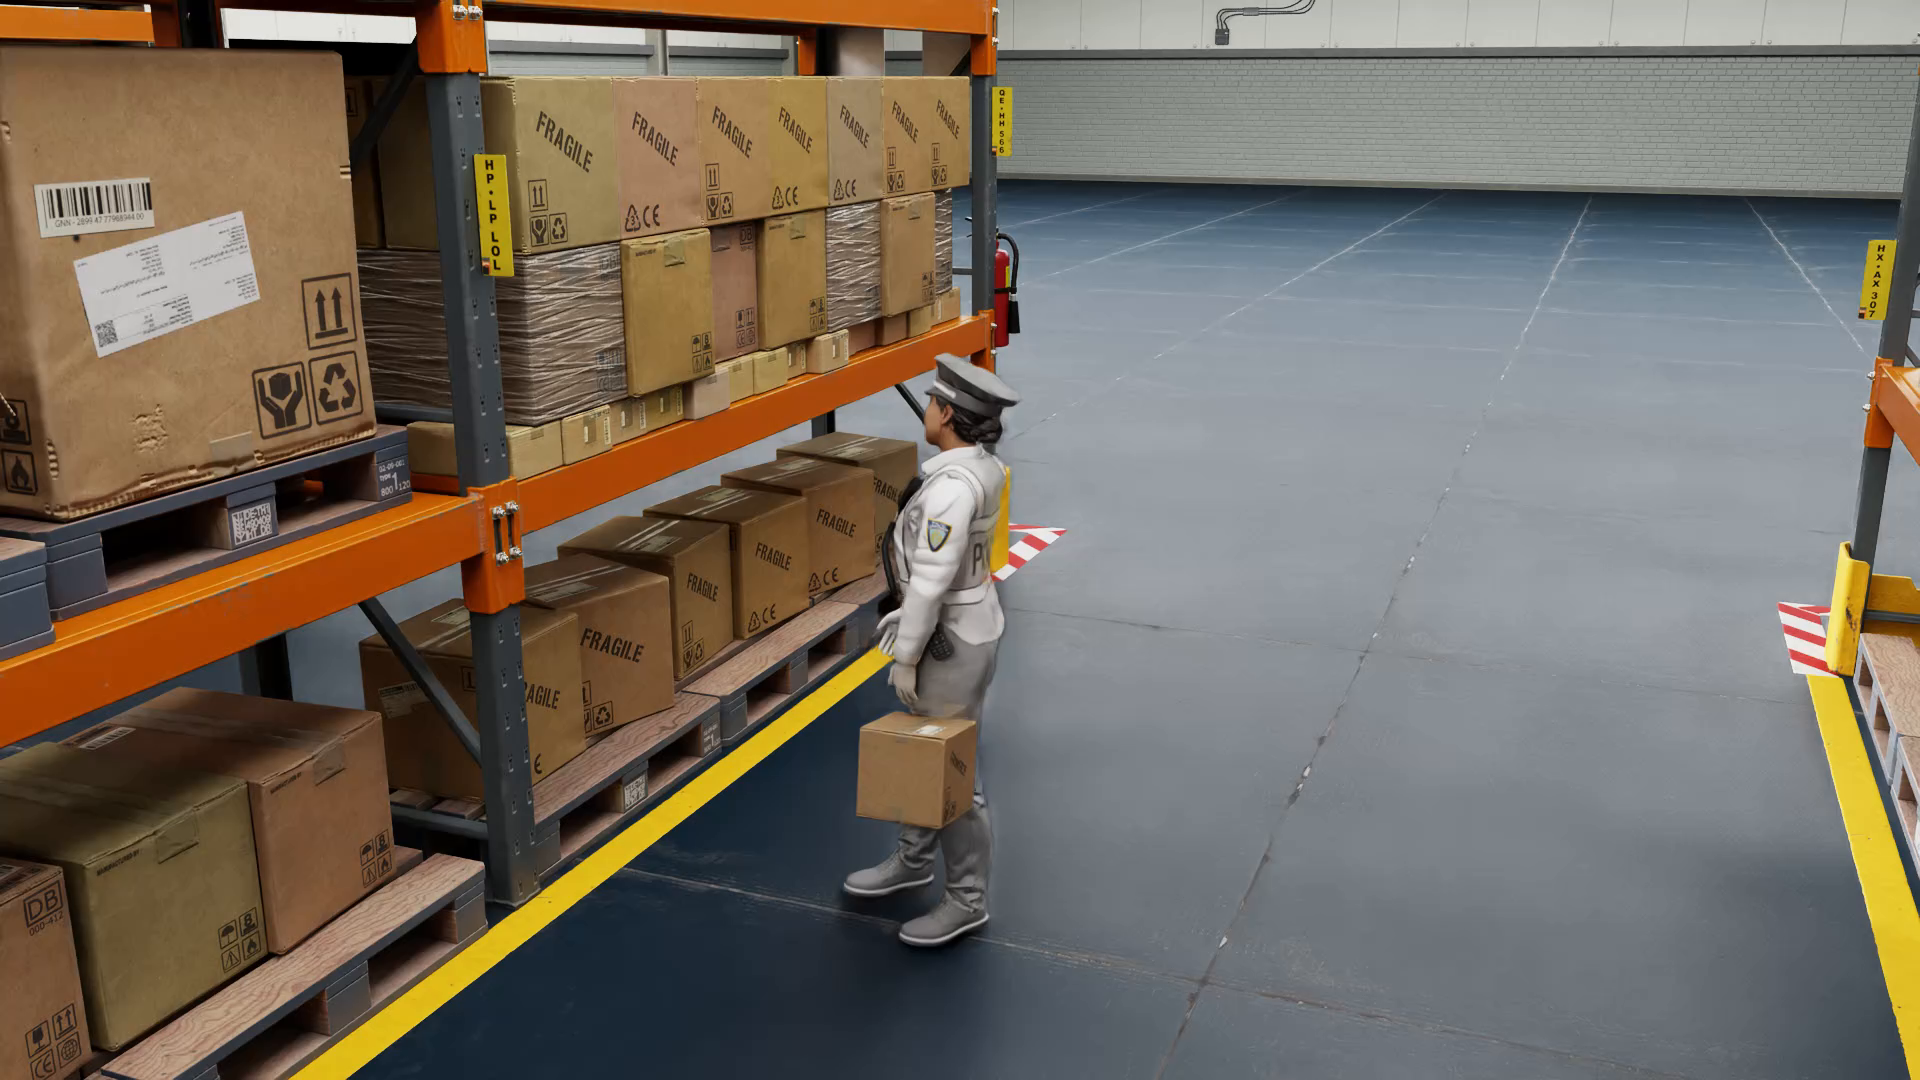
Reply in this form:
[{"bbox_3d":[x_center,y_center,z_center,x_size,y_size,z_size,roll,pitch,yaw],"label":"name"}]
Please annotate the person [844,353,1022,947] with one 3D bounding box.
[{"bbox_3d":[-0.098,0.315,4.782,0.533,1.694,0.501,2,16,6],"label":"person"}]
